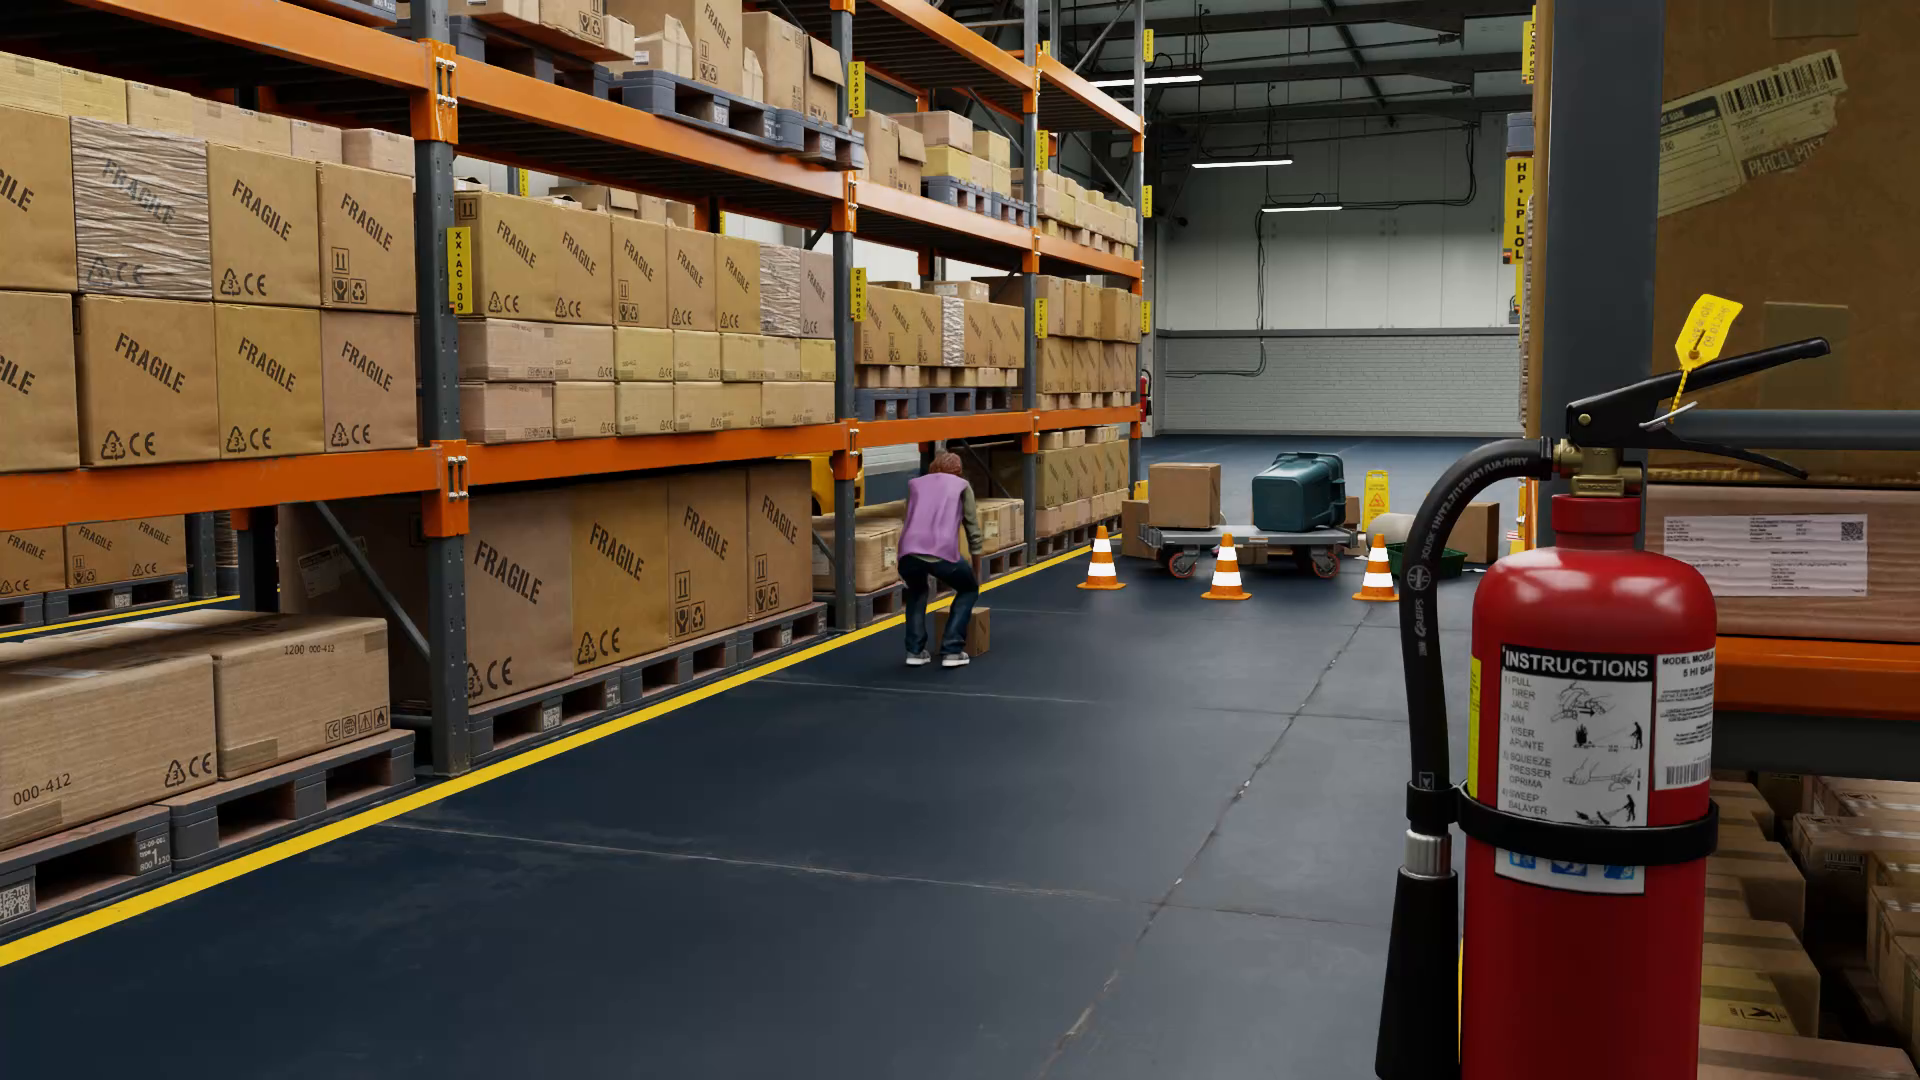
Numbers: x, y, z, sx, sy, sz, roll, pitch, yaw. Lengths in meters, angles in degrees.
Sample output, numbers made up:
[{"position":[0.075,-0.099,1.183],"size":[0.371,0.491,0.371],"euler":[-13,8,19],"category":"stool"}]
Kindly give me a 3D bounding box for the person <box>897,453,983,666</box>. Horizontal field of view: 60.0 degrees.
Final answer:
[{"position":[-0.139,0.107,9.173],"size":[0.462,1.158,0.725],"euler":[2,6,19],"category":"person"}]
